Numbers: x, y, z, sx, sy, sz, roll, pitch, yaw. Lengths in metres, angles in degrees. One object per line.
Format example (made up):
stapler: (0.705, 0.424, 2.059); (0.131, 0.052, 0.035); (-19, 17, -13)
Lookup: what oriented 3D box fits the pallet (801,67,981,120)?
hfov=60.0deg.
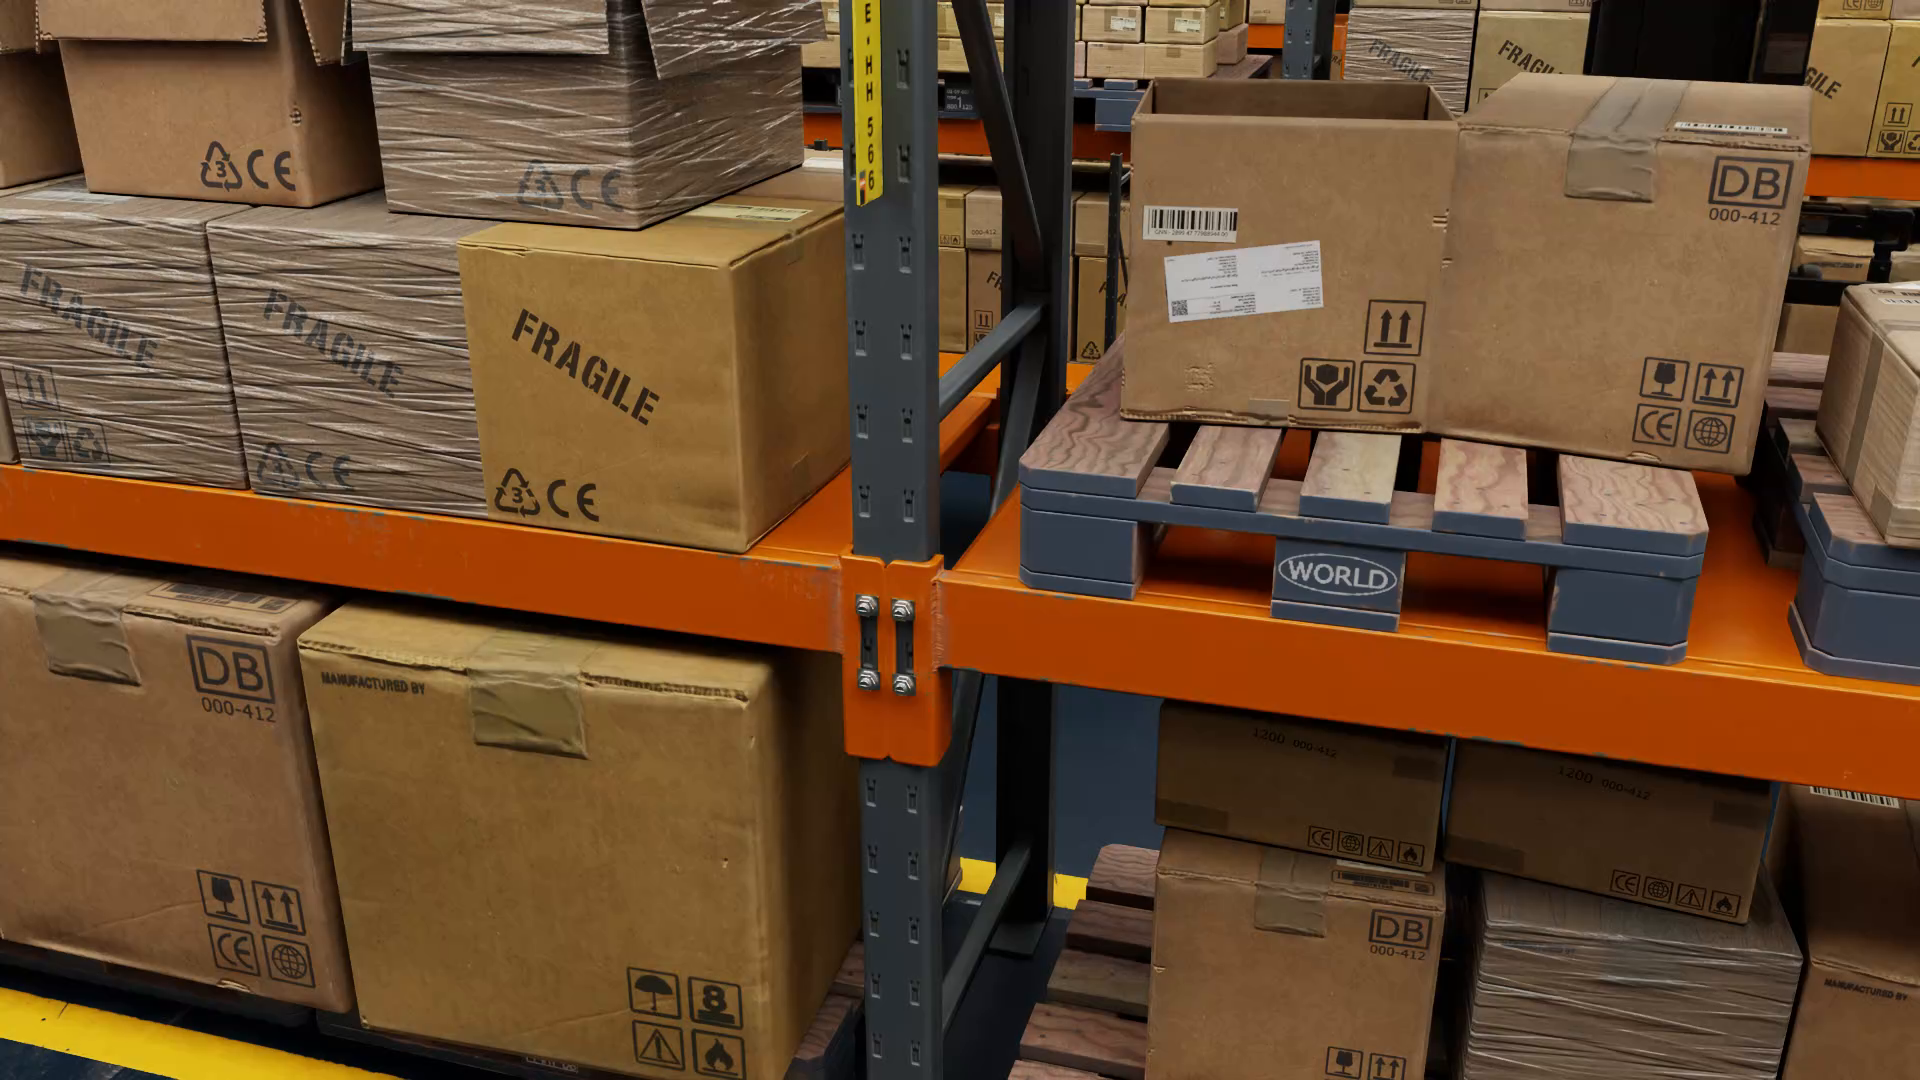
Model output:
pallet: (-0.351, -2.217, 7.976); (1.213, 0.211, 1.003); (7, 23, 16)

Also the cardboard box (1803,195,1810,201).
cardboard box: (5.526, -2.588, 11.535); (0.625, 0.372, 0.950); (8, 24, 19)

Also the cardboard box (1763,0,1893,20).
cardboard box: (3.448, -2.394, 6.704); (0.500, 0.500, 0.700); (6, 23, 15)

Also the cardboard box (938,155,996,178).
cardboard box: (0.010, -1.767, 8.377); (0.500, 0.250, 0.500); (7, 23, 16)

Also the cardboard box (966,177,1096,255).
cardboard box: (0.339, -1.520, 7.775); (0.500, 0.250, 0.500); (7, 23, 16)

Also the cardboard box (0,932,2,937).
cardboard box: (-2.329, 0.198, 4.082); (0.875, 0.875, 1.225); (6, 23, 14)

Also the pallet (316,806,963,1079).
pallet: (-0.707, 0.863, 3.887); (1.213, 0.211, 1.003); (7, 23, 16)

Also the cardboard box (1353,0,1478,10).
cardboard box: (1.983, -2.560, 7.109); (0.500, 0.500, 0.700); (6, 23, 15)

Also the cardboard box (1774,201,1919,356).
cardboard box: (3.842, -0.961, 7.072); (0.750, 0.750, 1.050); (7, 23, 15)

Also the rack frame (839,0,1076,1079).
rack frame: (0.026, -0.313, 3.080); (0.127, 3.000, 1.000); (7, 23, 16)

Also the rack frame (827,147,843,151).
rack frame: (-0.941, -4.352, 12.927); (0.127, 3.000, 1.000); (7, 23, 16)

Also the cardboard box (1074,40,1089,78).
cardboard box: (0.467, -2.125, 7.276); (0.250, 0.149, 0.380); (7, 23, 16)

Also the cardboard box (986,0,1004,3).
cardboard box: (0.207, -2.429, 7.234); (0.250, 0.149, 0.380); (7, 23, 17)

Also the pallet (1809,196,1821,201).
pallet: (5.972, -2.270, 11.525); (1.213, 0.211, 1.003); (7, 23, 16)

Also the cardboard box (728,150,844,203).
cardboard box: (-0.361, -0.511, 3.432); (0.500, 0.500, 0.500); (7, 23, 17)

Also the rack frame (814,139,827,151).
rack frame: (-0.405, -0.740, 6.098); (0.032, 1.500, 0.500); (7, 23, 16)

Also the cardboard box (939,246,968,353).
cardboard box: (-0.157, -1.229, 8.055); (0.500, 0.500, 0.500); (5, 23, 13)

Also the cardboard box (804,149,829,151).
cardboard box: (-1.000, -1.876, 8.644); (0.500, 0.250, 0.500); (8, 24, 18)

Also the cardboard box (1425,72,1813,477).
cardboard box: (1.118, -0.484, 2.812); (0.500, 0.500, 0.700); (10, 24, 23)

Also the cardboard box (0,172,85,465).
cardboard box: (-1.978, -0.492, 3.385); (0.500, 0.500, 0.500); (7, 23, 17)

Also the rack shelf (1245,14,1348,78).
rack shelf: (0.974, -3.800, 12.529); (4.000, 0.370, 1.077); (7, 23, 16)

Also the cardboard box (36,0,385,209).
cardboard box: (-1.292, -0.982, 3.257); (0.637, 0.503, 0.797); (7, 23, 17)

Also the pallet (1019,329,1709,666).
pallet: (0.739, -0.185, 3.021); (1.003, 0.211, 1.213); (7, 23, 16)

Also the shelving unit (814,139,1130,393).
shelving unit: (0.073, -0.686, 5.965); (1.083, 1.500, 0.587); (7, 23, 16)

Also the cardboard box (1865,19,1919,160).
cardboard box: (3.841, -1.783, 6.531); (0.500, 0.500, 0.500); (7, 23, 16)

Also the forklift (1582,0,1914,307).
forklift: (2.517, -0.986, 4.813); (3.031, 2.935, 1.130); (7, 23, 17)

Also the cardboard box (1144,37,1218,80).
cardboard box: (0.951, -2.069, 7.139); (0.250, 0.149, 0.380); (7, 23, 16)

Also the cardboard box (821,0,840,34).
cardboard box: (-0.532, -2.377, 7.498); (0.250, 0.149, 0.380); (6, 23, 14)

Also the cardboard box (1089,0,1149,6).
cardboard box: (0.714, -2.373, 7.096); (0.250, 0.149, 0.380); (6, 23, 15)

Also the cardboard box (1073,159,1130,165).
cardboard box: (1.399, -3.330, 12.682); (0.875, 0.875, 0.875); (7, 23, 16)

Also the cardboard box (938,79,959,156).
cardboard box: (-0.324, -3.524, 13.156); (0.875, 0.875, 0.875); (7, 23, 17)

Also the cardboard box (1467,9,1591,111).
cardboard box: (2.395, -1.948, 6.935); (0.500, 0.500, 0.500); (6, 23, 15)

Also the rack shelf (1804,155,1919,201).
rack shelf: (3.470, -1.552, 7.049); (4.000, 0.370, 1.077); (7, 23, 16)

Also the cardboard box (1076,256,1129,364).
cardboard box: (0.850, -1.119, 7.786); (0.500, 0.500, 0.500); (6, 23, 15)

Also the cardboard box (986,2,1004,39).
cardboard box: (0.203, -2.292, 7.292); (0.250, 0.149, 0.380); (7, 23, 16)

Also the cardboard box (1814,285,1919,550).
cardboard box: (1.564, -0.171, 2.377); (0.500, 0.250, 0.500); (6, 23, 14)

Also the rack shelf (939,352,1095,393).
rack shelf: (0.082, -0.518, 6.031); (1.000, 0.185, 0.538); (7, 23, 16)

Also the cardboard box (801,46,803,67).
cardboard box: (-0.778, -2.269, 7.627); (0.250, 0.149, 0.380); (6, 23, 15)

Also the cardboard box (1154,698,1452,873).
cardboard box: (0.676, 0.356, 3.176); (0.500, 0.250, 0.500); (8, 23, 18)

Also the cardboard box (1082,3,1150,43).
cardboard box: (0.695, -2.237, 7.157); (0.250, 0.149, 0.380); (7, 23, 18)

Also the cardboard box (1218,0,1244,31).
cardboard box: (1.151, -2.446, 7.665); (0.250, 0.149, 0.380); (8, 24, 18)

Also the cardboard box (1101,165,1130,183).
cardboard box: (0.965, -1.652, 8.098); (0.500, 0.250, 0.500); (5, 23, 13)

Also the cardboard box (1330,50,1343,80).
cardboard box: (3.852, -4.723, 16.573); (0.500, 0.500, 0.500); (7, 23, 17)

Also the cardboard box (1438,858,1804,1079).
cardboard box: (1.208, 0.762, 3.173); (0.500, 0.500, 0.700); (5, 23, 11)

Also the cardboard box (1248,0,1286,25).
cardboard box: (2.330, -3.805, 11.792); (0.500, 0.250, 0.500); (6, 23, 14)

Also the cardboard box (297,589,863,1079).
cardboard box: (-0.629, 0.393, 3.607); (0.875, 0.875, 1.225); (5, 23, 13)

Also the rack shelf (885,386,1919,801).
rack shelf: (1.941, 0.239, 2.682); (4.000, 0.370, 1.077); (7, 23, 16)

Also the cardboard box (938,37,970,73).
cardboard box: (-0.029, -2.183, 7.416); (0.250, 0.149, 0.380); (6, 23, 13)

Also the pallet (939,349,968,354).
pallet: (-0.356, -1.034, 8.514); (1.213, 0.211, 1.003); (7, 23, 16)

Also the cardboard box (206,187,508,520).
cardboard box: (-0.994, -0.380, 3.112); (0.500, 0.500, 0.500); (6, 23, 15)
